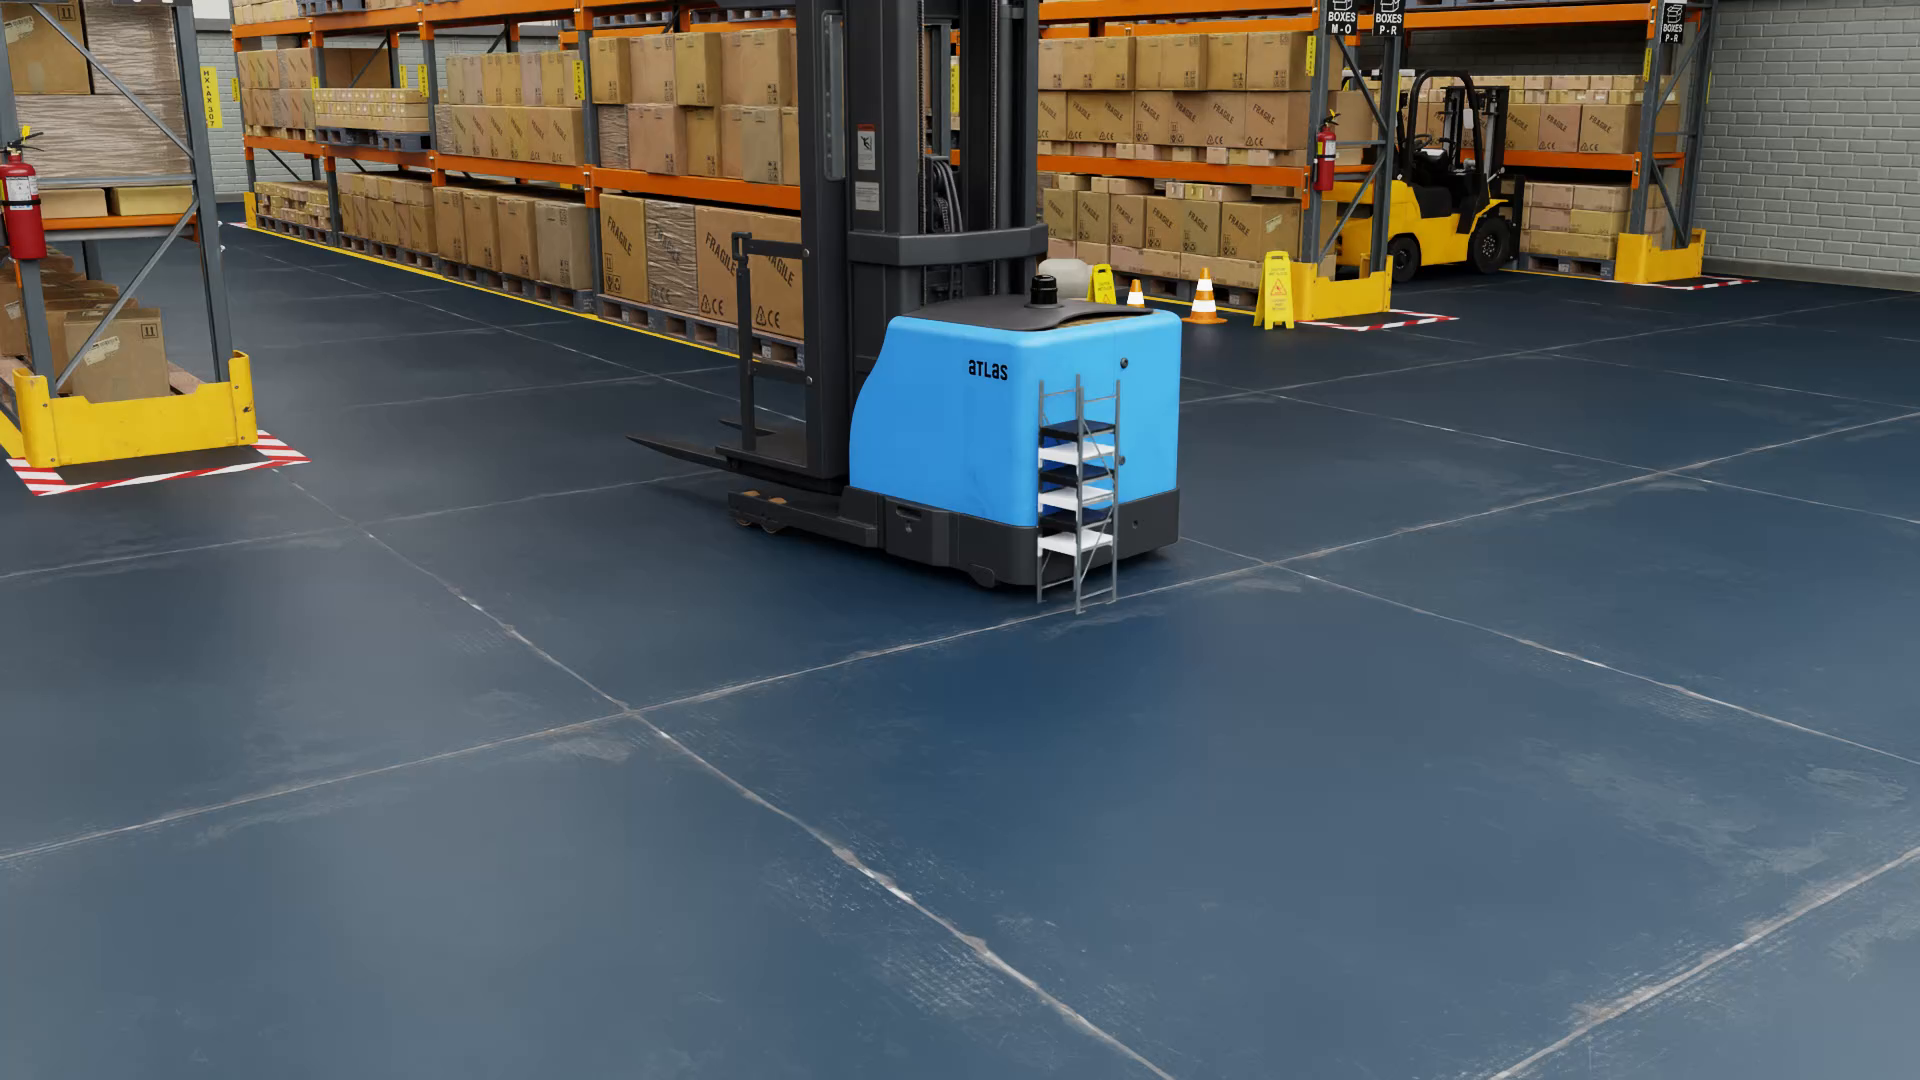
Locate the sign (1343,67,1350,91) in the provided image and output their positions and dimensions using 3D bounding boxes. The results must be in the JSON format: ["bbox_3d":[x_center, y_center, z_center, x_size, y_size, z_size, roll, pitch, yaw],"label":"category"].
[{"bbox_3d":[4.665,-5.536,20.079,0.100,0.325,0.005,-11,19,-35],"label":"sign"}]

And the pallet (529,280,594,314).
[{"bbox_3d":[-3.374,-2.349,15.760,1.003,0.211,1.213,-11,19,-35],"label":"pallet"}]

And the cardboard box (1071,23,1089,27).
[{"bbox_3d":[1.952,-7.510,23.935,0.500,0.250,0.500,-11,19,-34],"label":"cardboard box"}]

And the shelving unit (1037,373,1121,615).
[{"bbox_3d":[0.465,-0.183,6.538,0.210,0.900,0.258,14,21,43],"label":"shelving unit"}]

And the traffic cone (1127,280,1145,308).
[{"bbox_3d":[1.443,-1.900,13.642,0.336,0.463,0.334,-11,19,-35],"label":"traffic cone"}]

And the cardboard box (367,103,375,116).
[{"bbox_3d":[-6.476,-4.875,18.821,0.380,0.149,0.250,-11,19,-35],"label":"cardboard box"}]

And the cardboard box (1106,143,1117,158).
[{"bbox_3d":[1.682,-3.885,16.563,0.380,0.149,0.250,-11,19,-35],"label":"cardboard box"}]

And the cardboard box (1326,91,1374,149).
[{"bbox_3d":[3.383,-3.813,15.072,0.500,0.500,0.500,-11,19,-35],"label":"cardboard box"}]

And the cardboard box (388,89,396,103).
[{"bbox_3d":[-6.016,-4.851,18.172,0.380,0.149,0.250,-11,19,-35],"label":"cardboard box"}]

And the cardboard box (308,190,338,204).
[{"bbox_3d":[-8.317,-4.500,21.813,0.380,0.149,0.250,-11,19,-35],"label":"cardboard box"}]

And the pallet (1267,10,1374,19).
[{"bbox_3d":[4.569,-6.643,20.846,0.805,0.209,1.217,-12,19,-37],"label":"pallet"}]

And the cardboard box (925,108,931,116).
[{"bbox_3d":[-0.271,-5.117,19.041,0.500,0.500,0.500,-12,19,-37],"label":"cardboard box"}]

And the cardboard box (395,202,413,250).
[{"bbox_3d":[-6.111,-3.604,19.000,0.500,0.500,0.500,-10,18,-32],"label":"cardboard box"}]

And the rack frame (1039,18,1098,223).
[{"bbox_3d":[1.086,-4.331,17.718,1.000,3.000,0.127,-11,19,-35],"label":"rack frame"}]

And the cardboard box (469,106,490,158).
[{"bbox_3d":[-4.568,-4.090,16.648,0.500,0.500,0.500,-11,19,-35],"label":"cardboard box"}]

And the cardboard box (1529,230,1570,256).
[{"bbox_3d":[6.634,-3.283,18.304,0.500,0.250,0.500,-11,19,-35],"label":"cardboard box"}]

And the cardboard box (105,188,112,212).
[{"bbox_3d":[-4.685,-1.972,9.574,0.380,0.149,0.250,-11,19,-35],"label":"cardboard box"}]

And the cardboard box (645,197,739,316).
[{"bbox_3d":[-2.013,-2.382,13.826,0.875,0.875,0.875,-11,19,-34],"label":"cardboard box"}]

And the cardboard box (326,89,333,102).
[{"bbox_3d":[-7.386,-5.349,19.989,0.380,0.149,0.250,-11,19,-34],"label":"cardboard box"}]

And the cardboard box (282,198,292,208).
[{"bbox_3d":[-9.187,-4.704,23.121,0.380,0.149,0.250,-12,19,-37],"label":"cardboard box"}]

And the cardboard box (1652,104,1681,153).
[{"bbox_3d":[7.384,-4.445,17.946,0.500,0.500,0.500,-10,18,-33],"label":"cardboard box"}]

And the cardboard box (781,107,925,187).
[{"bbox_3d":[-0.762,-2.832,11.956,0.875,0.550,0.550,-11,19,-35],"label":"cardboard box"}]

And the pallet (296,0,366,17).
[{"bbox_3d":[-7.286,-6.457,20.161,1.213,0.211,1.003,-11,19,-35],"label":"pallet"}]

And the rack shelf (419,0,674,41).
[{"bbox_3d":[-4.035,-5.068,16.092,1.077,0.370,4.000,-11,19,-35],"label":"rack shelf"}]

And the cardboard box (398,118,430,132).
[{"bbox_3d":[-5.873,-4.511,18.055,0.380,0.149,0.250,-10,18,-34],"label":"cardboard box"}]

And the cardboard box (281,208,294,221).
[{"bbox_3d":[-9.129,-4.496,22.927,0.380,0.149,0.250,-12,19,-37],"label":"cardboard box"}]

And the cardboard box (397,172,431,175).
[{"bbox_3d":[-6.629,-4.376,20.403,0.500,0.250,0.500,-10,18,-32],"label":"cardboard box"}]

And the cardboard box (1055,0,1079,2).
[{"bbox_3d":[1.177,-5.487,16.736,0.380,0.149,0.250,-11,19,-34],"label":"cardboard box"}]

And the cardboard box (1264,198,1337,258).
[{"bbox_3d":[3.172,-2.935,15.611,0.500,0.500,0.500,-12,19,-36],"label":"cardboard box"}]

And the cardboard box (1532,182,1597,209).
[{"bbox_3d":[6.622,-3.765,18.168,0.500,0.250,0.500,-10,18,-34],"label":"cardboard box"}]

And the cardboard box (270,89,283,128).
[{"bbox_3d":[-8.956,-5.832,22.448,0.500,0.500,0.500,-11,19,-36],"label":"cardboard box"}]

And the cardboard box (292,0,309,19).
[{"bbox_3d":[-8.070,-6.687,20.927,0.500,0.250,0.500,-10,18,-33],"label":"cardboard box"}]

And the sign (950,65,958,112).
[{"bbox_3d":[-0.055,-3.228,11.897,0.100,0.325,0.005,-11,19,-35],"label":"sign"}]

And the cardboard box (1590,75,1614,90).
[{"bbox_3d":[6.899,-4.844,17.612,0.380,0.149,0.250,-11,19,-34],"label":"cardboard box"}]

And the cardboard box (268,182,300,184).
[{"bbox_3d":[-9.622,-5.013,23.689,0.380,0.149,0.250,-10,18,-34],"label":"cardboard box"}]

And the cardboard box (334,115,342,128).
[{"bbox_3d":[-7.245,-5.009,19.877,0.380,0.149,0.250,-11,19,-34],"label":"cardboard box"}]

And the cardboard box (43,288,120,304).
[{"bbox_3d":[-5.664,-1.331,10.695,0.500,0.500,0.500,-9,18,-29],"label":"cardboard box"}]

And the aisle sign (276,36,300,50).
[{"bbox_3d":[-9.715,-7.420,24.078,0.394,0.787,0.004,-11,19,-35],"label":"aisle sign"}]

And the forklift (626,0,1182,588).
[{"bbox_3d":[-0.446,-1.529,7.612,3.031,2.935,1.130,15,21,43],"label":"forklift"}]

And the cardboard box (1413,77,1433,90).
[{"bbox_3d":[5.498,-5.327,19.375,0.380,0.149,0.250,-10,18,-33],"label":"cardboard box"}]

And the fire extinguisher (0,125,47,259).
[{"bbox_3d":[-4.884,-1.805,8.637,0.296,0.674,0.183,-11,19,-35],"label":"fire extinguisher"}]

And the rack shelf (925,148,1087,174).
[{"bbox_3d":[-0.090,-4.411,19.374,1.077,0.370,4.000,-11,19,-35],"label":"rack shelf"}]

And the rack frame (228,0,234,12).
[{"bbox_3d":[-9.915,-8.997,23.403,1.000,3.000,0.127,-11,19,-35],"label":"rack frame"}]

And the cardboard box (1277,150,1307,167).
[{"bbox_3d":[3.045,-3.402,14.801,0.380,0.149,0.250,-10,18,-33],"label":"cardboard box"}]

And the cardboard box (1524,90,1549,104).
[{"bbox_3d":[6.411,-4.859,18.229,0.380,0.149,0.250,-12,19,-36],"label":"cardboard box"}]

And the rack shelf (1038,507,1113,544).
[{"bbox_3d":[0.465,-0.064,6.570,0.200,0.077,0.258,14,21,43],"label":"rack shelf"}]

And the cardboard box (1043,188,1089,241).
[{"bbox_3d":[1.214,-3.401,17.313,0.500,0.500,0.500,-10,18,-32],"label":"cardboard box"}]

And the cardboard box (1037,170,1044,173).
[{"bbox_3d":[1.391,-5.680,25.359,0.380,0.149,0.250,-11,19,-34],"label":"cardboard box"}]

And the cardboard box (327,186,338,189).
[{"bbox_3d":[-8.496,-4.807,22.936,0.380,0.149,0.250,-11,19,-34],"label":"cardboard box"}]

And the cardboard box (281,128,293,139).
[{"bbox_3d":[-8.897,-5.476,22.376,0.380,0.149,0.250,-10,18,-33],"label":"cardboard box"}]

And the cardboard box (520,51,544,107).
[{"bbox_3d":[-3.757,-4.394,15.866,0.700,0.500,0.500,-11,19,-34],"label":"cardboard box"}]

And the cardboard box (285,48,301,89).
[{"bbox_3d":[-8.366,-6.091,21.503,0.500,0.500,0.500,-12,19,-36],"label":"cardboard box"}]

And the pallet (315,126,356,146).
[{"bbox_3d":[-7.231,-4.971,20.420,1.003,0.211,1.213,-11,19,-35],"label":"pallet"}]

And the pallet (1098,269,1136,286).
[{"bbox_3d":[1.509,-2.848,17.583,1.003,0.211,1.213,-11,19,-35],"label":"pallet"}]
